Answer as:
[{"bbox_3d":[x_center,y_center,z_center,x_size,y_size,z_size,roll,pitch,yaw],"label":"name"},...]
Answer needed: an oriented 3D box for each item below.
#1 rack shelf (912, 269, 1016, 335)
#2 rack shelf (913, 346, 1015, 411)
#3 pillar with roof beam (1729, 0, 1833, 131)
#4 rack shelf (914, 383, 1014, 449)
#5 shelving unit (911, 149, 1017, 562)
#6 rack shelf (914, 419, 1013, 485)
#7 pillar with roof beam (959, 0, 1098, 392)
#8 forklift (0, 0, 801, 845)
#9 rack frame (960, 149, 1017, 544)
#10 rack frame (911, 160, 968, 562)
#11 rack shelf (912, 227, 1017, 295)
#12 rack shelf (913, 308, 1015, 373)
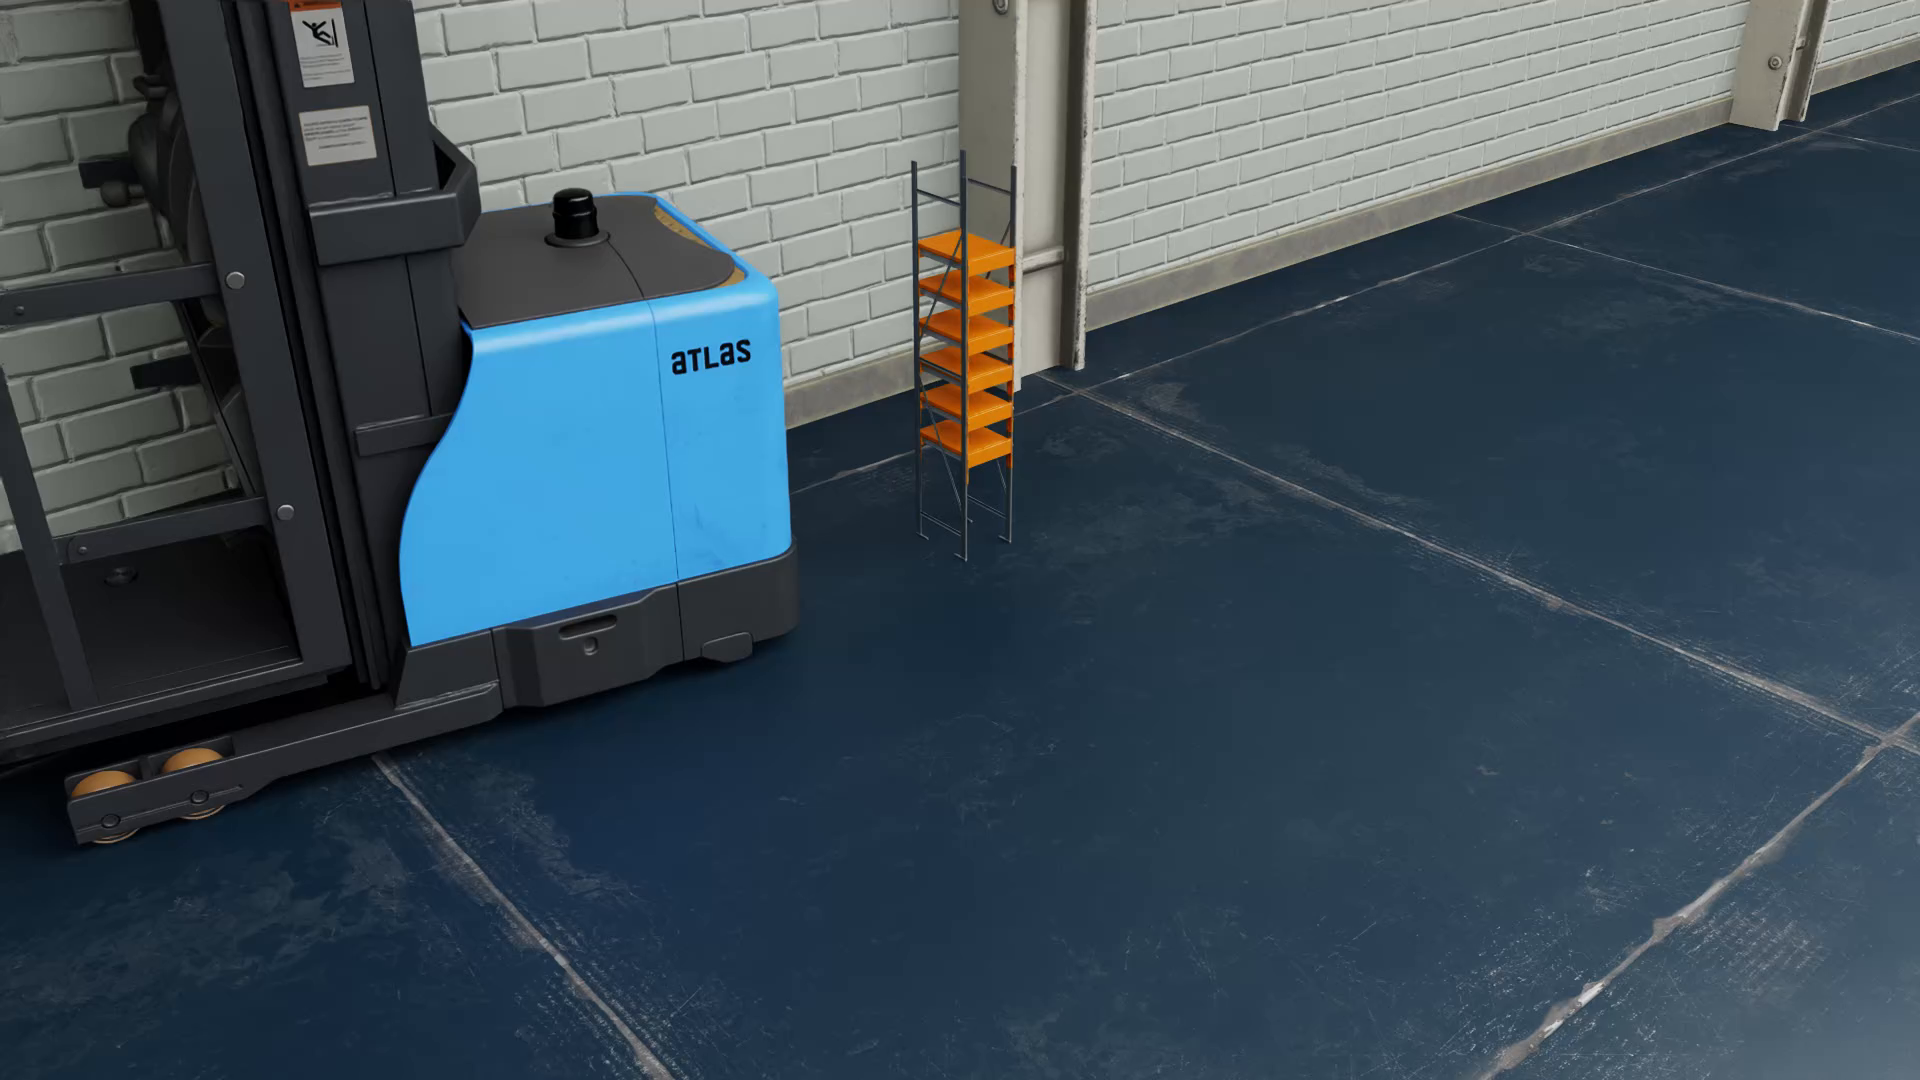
[{"bbox_3d":[0.011,-0.706,4.883,0.180,0.103,0.258,-22,35,-35],"label":"rack shelf"},{"bbox_3d":[0.011,-0.494,4.996,0.180,0.103,0.258,-22,35,-35],"label":"rack shelf"},{"bbox_3d":[7.600,-4.932,4.931,0.400,9.000,9.100,-22,35,-35],"label":"pillar with roof beam"},{"bbox_3d":[0.011,-0.389,5.053,0.180,0.103,0.258,-22,35,-35],"label":"rack shelf"},{"bbox_3d":[0.011,-0.534,4.975,0.189,1.200,0.258,-22,35,-35],"label":"shelving unit"},{"bbox_3d":[0.011,-0.283,5.110,0.180,0.103,0.258,-22,35,-35],"label":"rack shelf"},{"bbox_3d":[3.036,-3.097,1.497,0.400,9.000,9.100,-22,35,-35],"label":"pillar with roof beam"},{"bbox_3d":[-1.992,-0.864,3.757,3.031,2.935,1.130,-14,31,-25],"label":"forklift"},{"bbox_3d":[0.081,-0.562,5.028,0.006,1.200,0.240,-22,35,-35],"label":"rack frame"},{"bbox_3d":[-0.059,-0.506,4.923,0.006,1.200,0.240,-22,35,-35],"label":"rack frame"},{"bbox_3d":[0.011,-0.812,4.827,0.180,0.103,0.258,-22,35,-35],"label":"rack shelf"},{"bbox_3d":[0.011,-0.600,4.940,0.180,0.103,0.258,-22,35,-35],"label":"rack shelf"}]
